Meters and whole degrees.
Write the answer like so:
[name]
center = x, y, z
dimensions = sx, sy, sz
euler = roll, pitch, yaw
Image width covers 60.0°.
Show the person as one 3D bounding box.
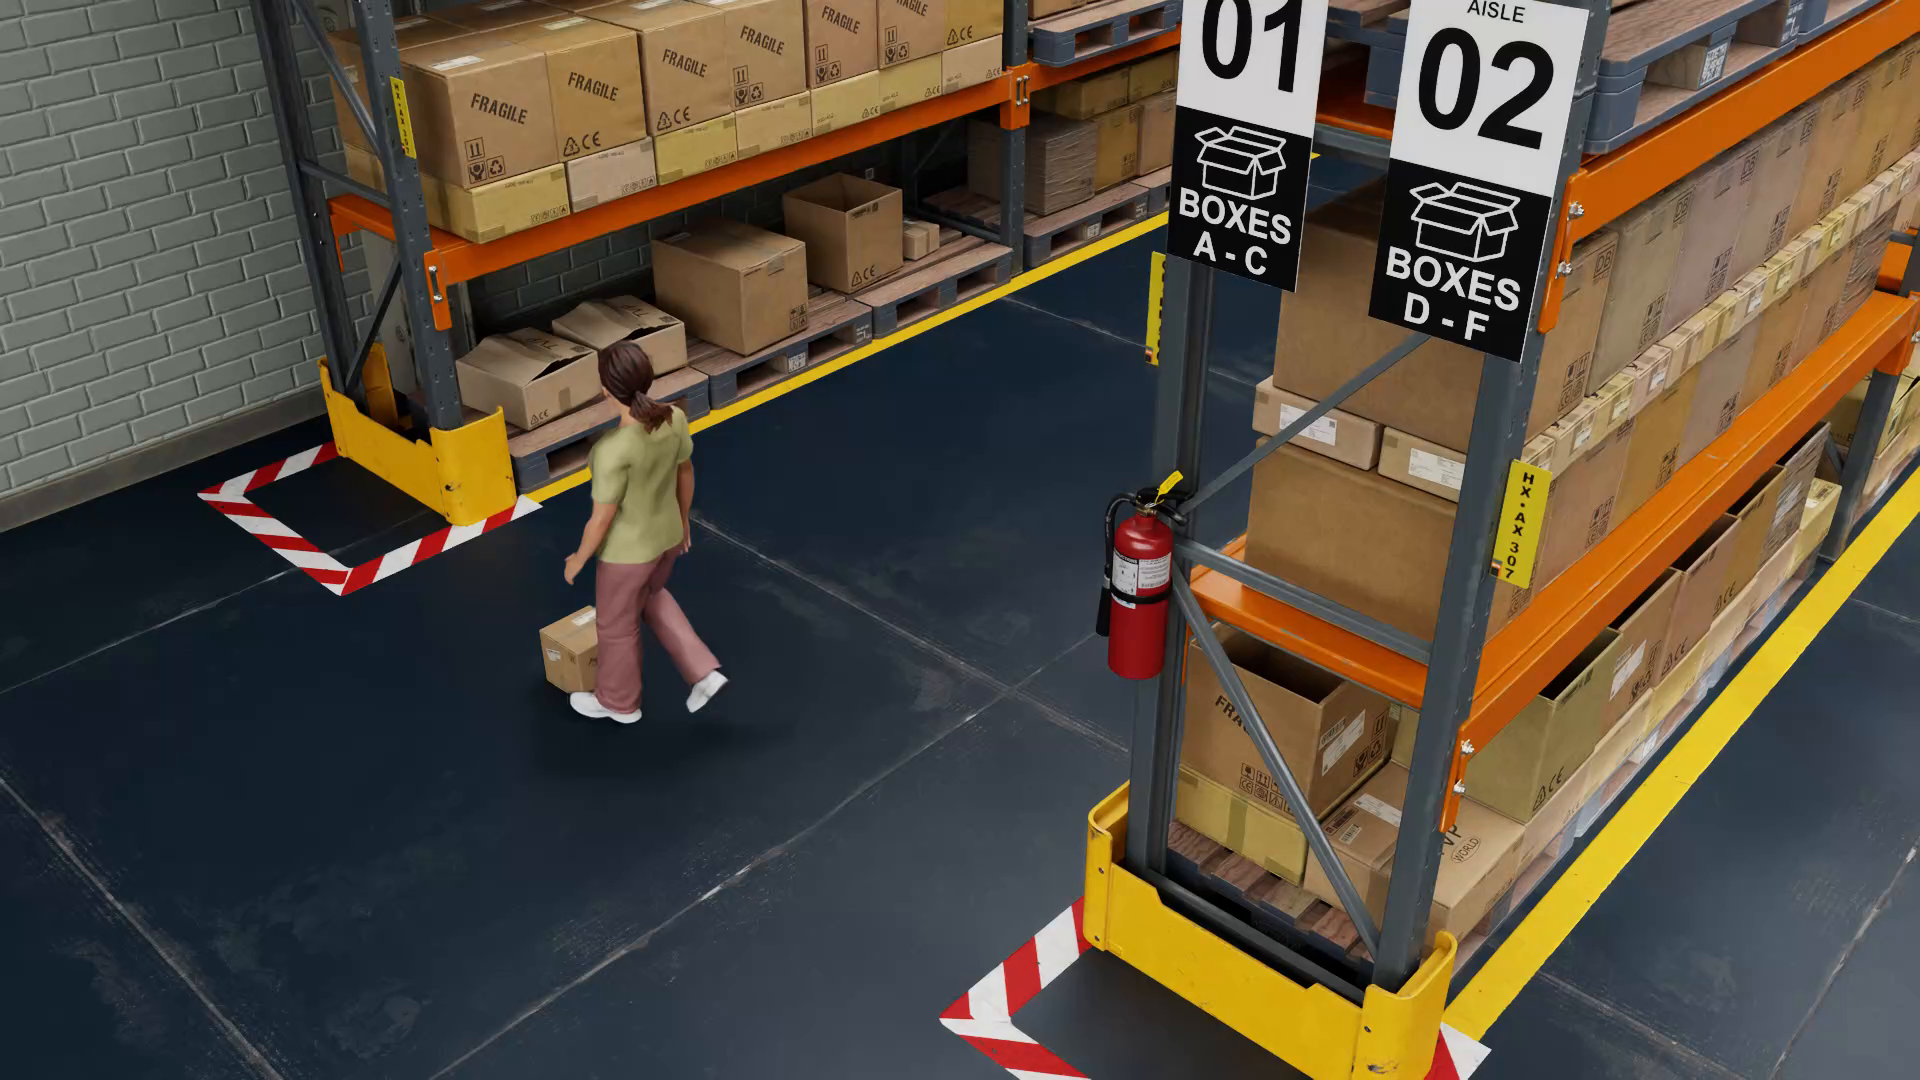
[person]
center = -1.229, 0.008, 6.118
dimensions = 0.668, 1.656, 0.496
euler = 17, 35, 26
